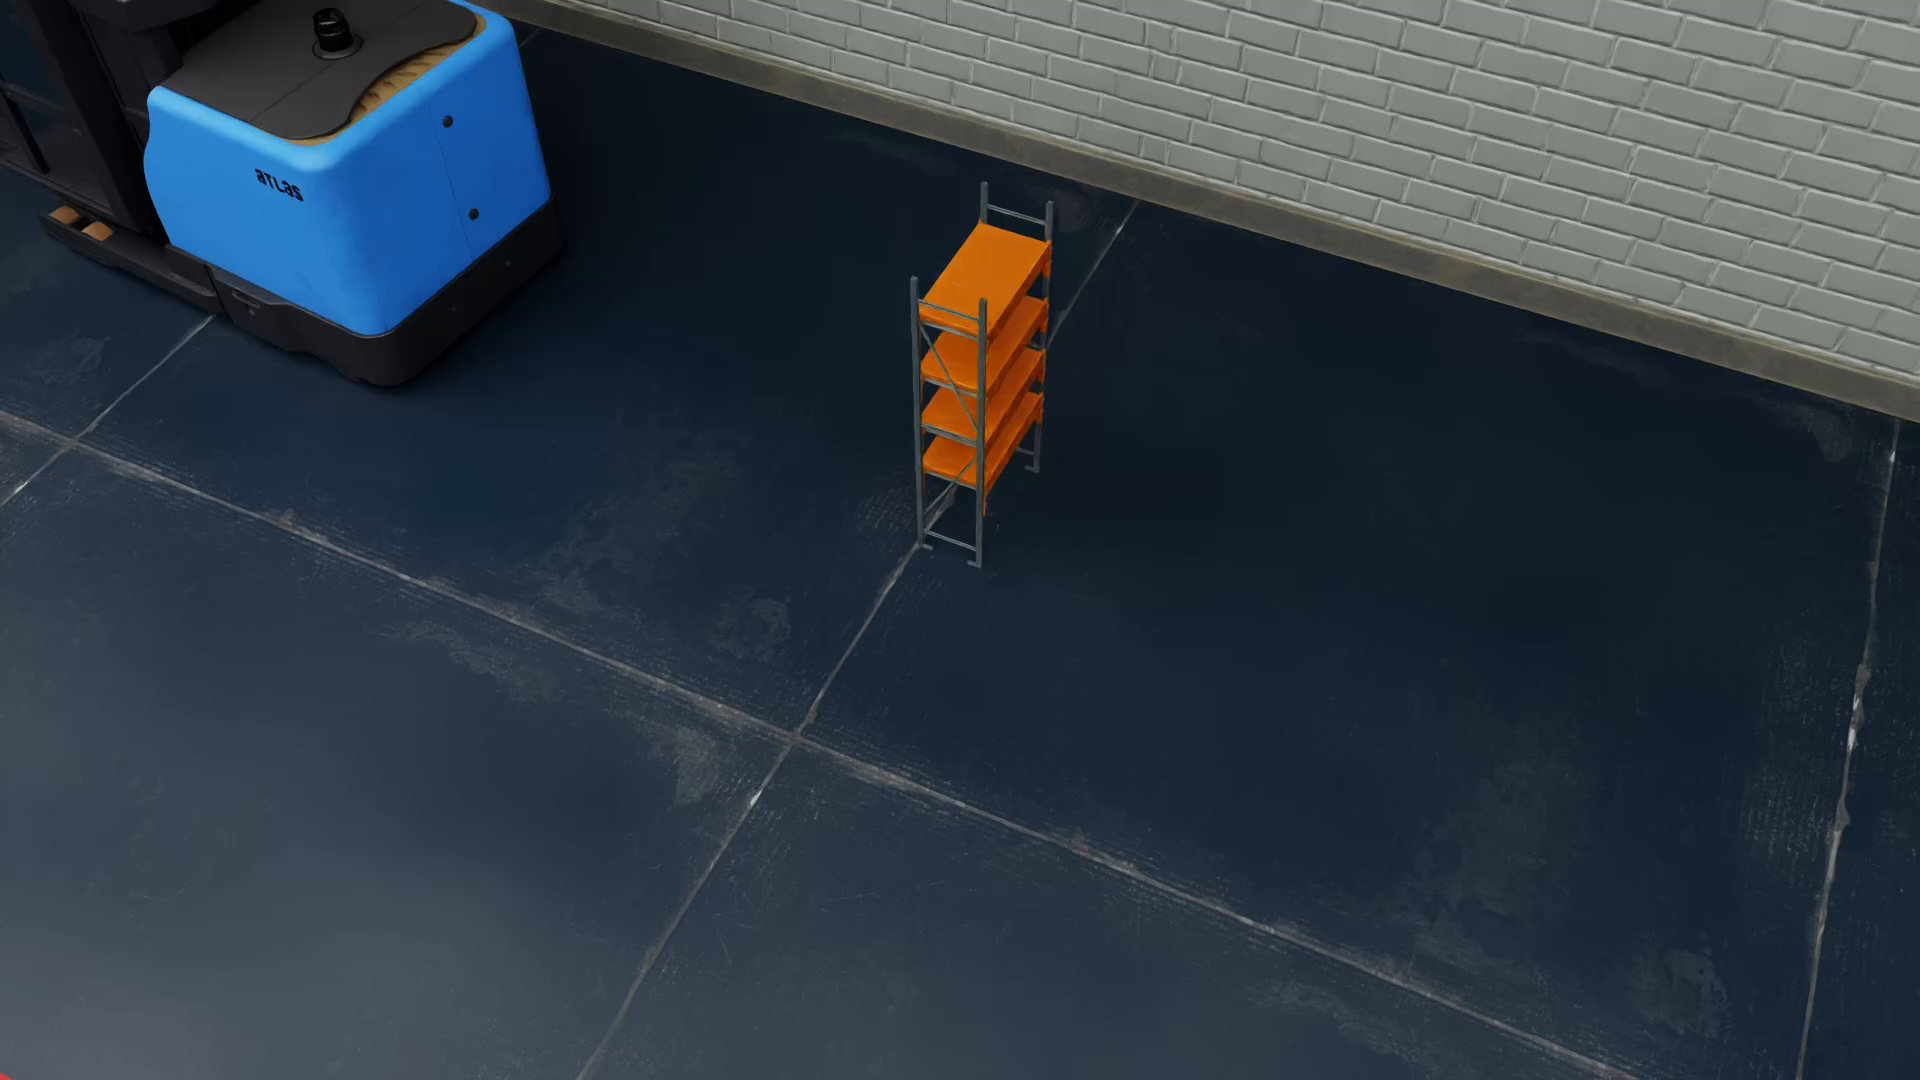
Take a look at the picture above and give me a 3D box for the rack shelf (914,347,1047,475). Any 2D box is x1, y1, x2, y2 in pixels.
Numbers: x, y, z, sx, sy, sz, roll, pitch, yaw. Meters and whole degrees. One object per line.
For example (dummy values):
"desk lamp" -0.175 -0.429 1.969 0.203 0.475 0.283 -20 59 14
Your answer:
"rack shelf" 0.071 -0.459 5.441 0.258 0.148 0.480 20 52 16

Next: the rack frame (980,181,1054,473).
"rack frame" 0.175 -0.671 5.533 0.240 1.200 0.015 20 52 16

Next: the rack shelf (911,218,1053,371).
"rack shelf" 0.071 -0.757 5.091 0.258 0.148 0.480 20 52 16

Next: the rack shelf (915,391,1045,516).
"rack shelf" 0.071 -0.331 5.592 0.258 0.148 0.480 20 52 16

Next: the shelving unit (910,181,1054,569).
"shelving unit" 0.071 -0.503 5.390 0.258 1.200 0.503 20 52 16

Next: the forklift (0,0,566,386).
"forklift" -3.108 -2.379 5.850 3.031 2.935 1.130 25 54 20

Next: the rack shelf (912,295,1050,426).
"rack shelf" 0.071 -0.604 5.271 0.258 0.148 0.480 20 52 16

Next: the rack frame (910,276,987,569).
"rack frame" -0.034 -0.335 5.247 0.240 1.200 0.015 20 52 16
